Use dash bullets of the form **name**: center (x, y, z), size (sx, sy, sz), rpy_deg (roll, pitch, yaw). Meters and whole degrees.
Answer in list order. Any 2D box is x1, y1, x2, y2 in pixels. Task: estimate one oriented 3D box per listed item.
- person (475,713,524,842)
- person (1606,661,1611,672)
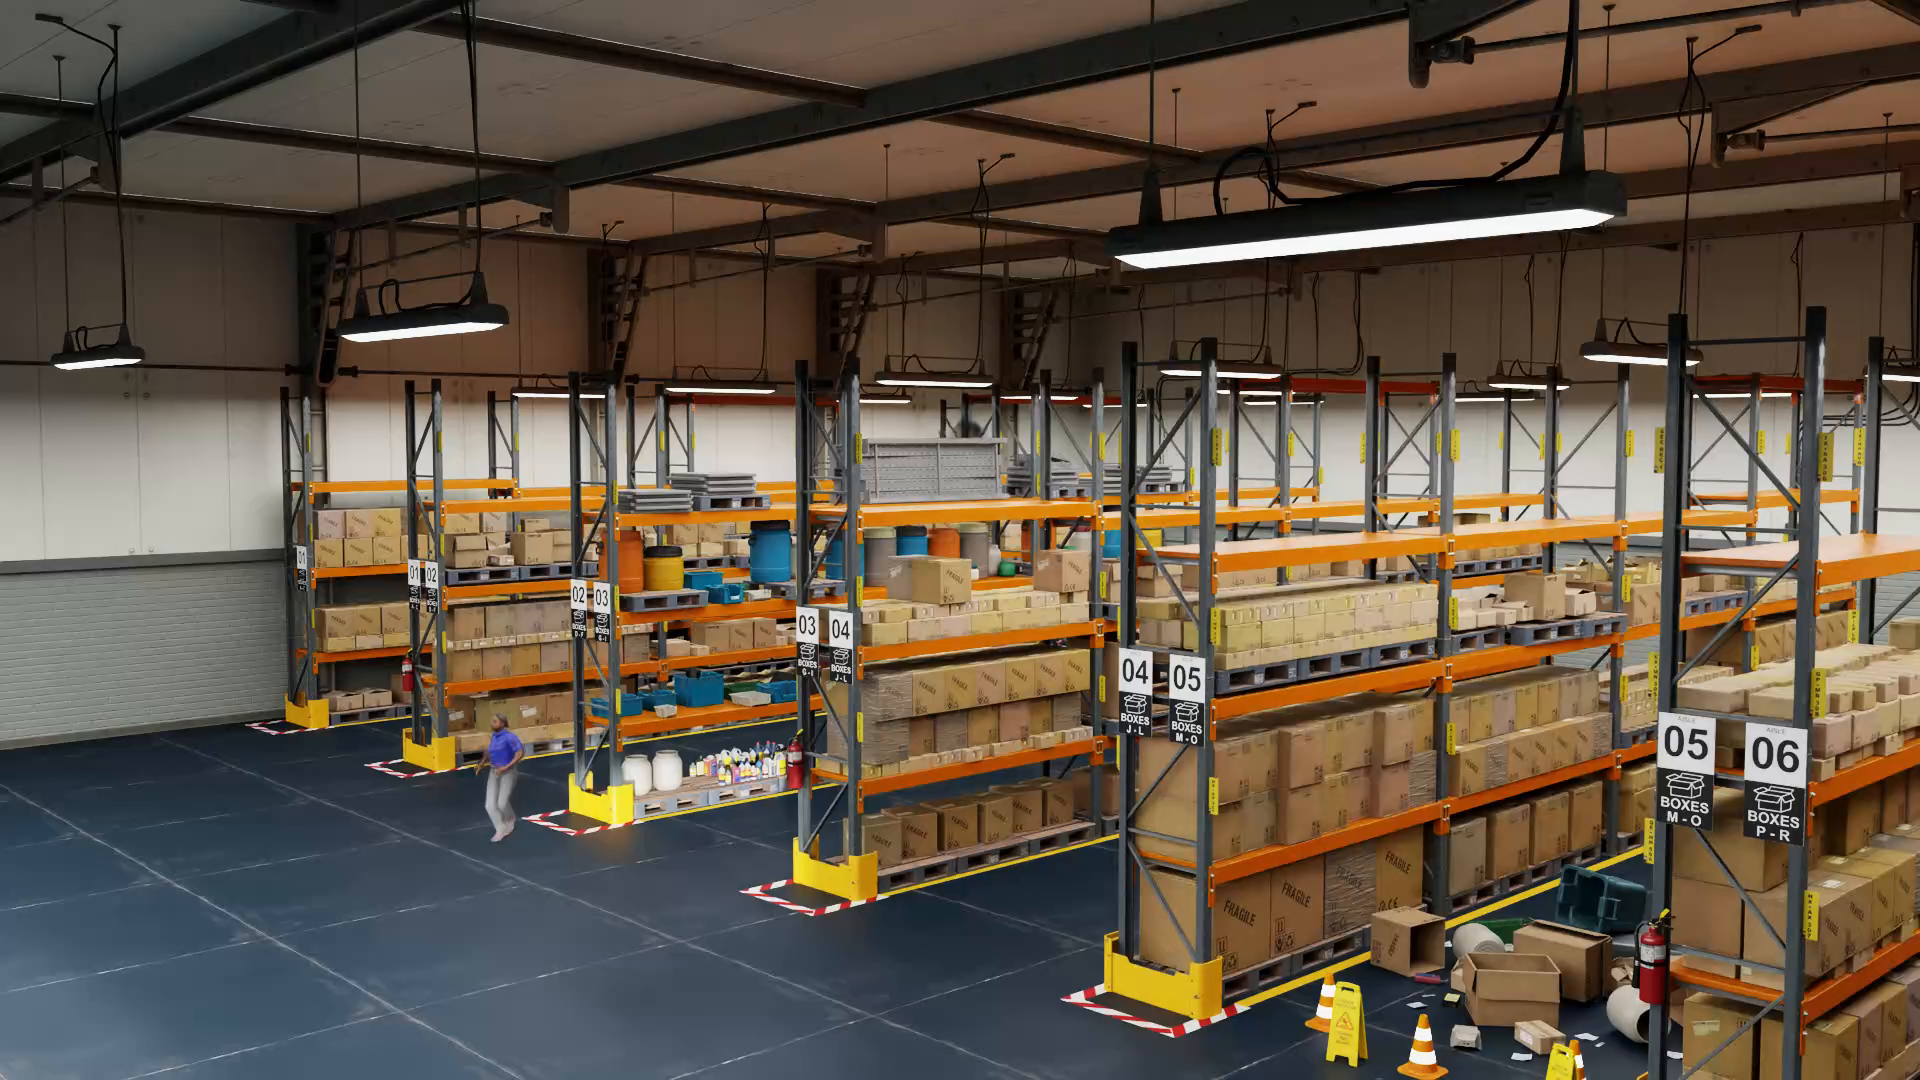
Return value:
- **person**: center (-5.903, 3.023, 21.247), size (0.734, 1.625, 0.496), rpy_deg (1, 4, 19)
- **person**: center (10.365, 2.693, 26.478), size (0.545, 1.563, 0.539), rpy_deg (3, 5, 41)
